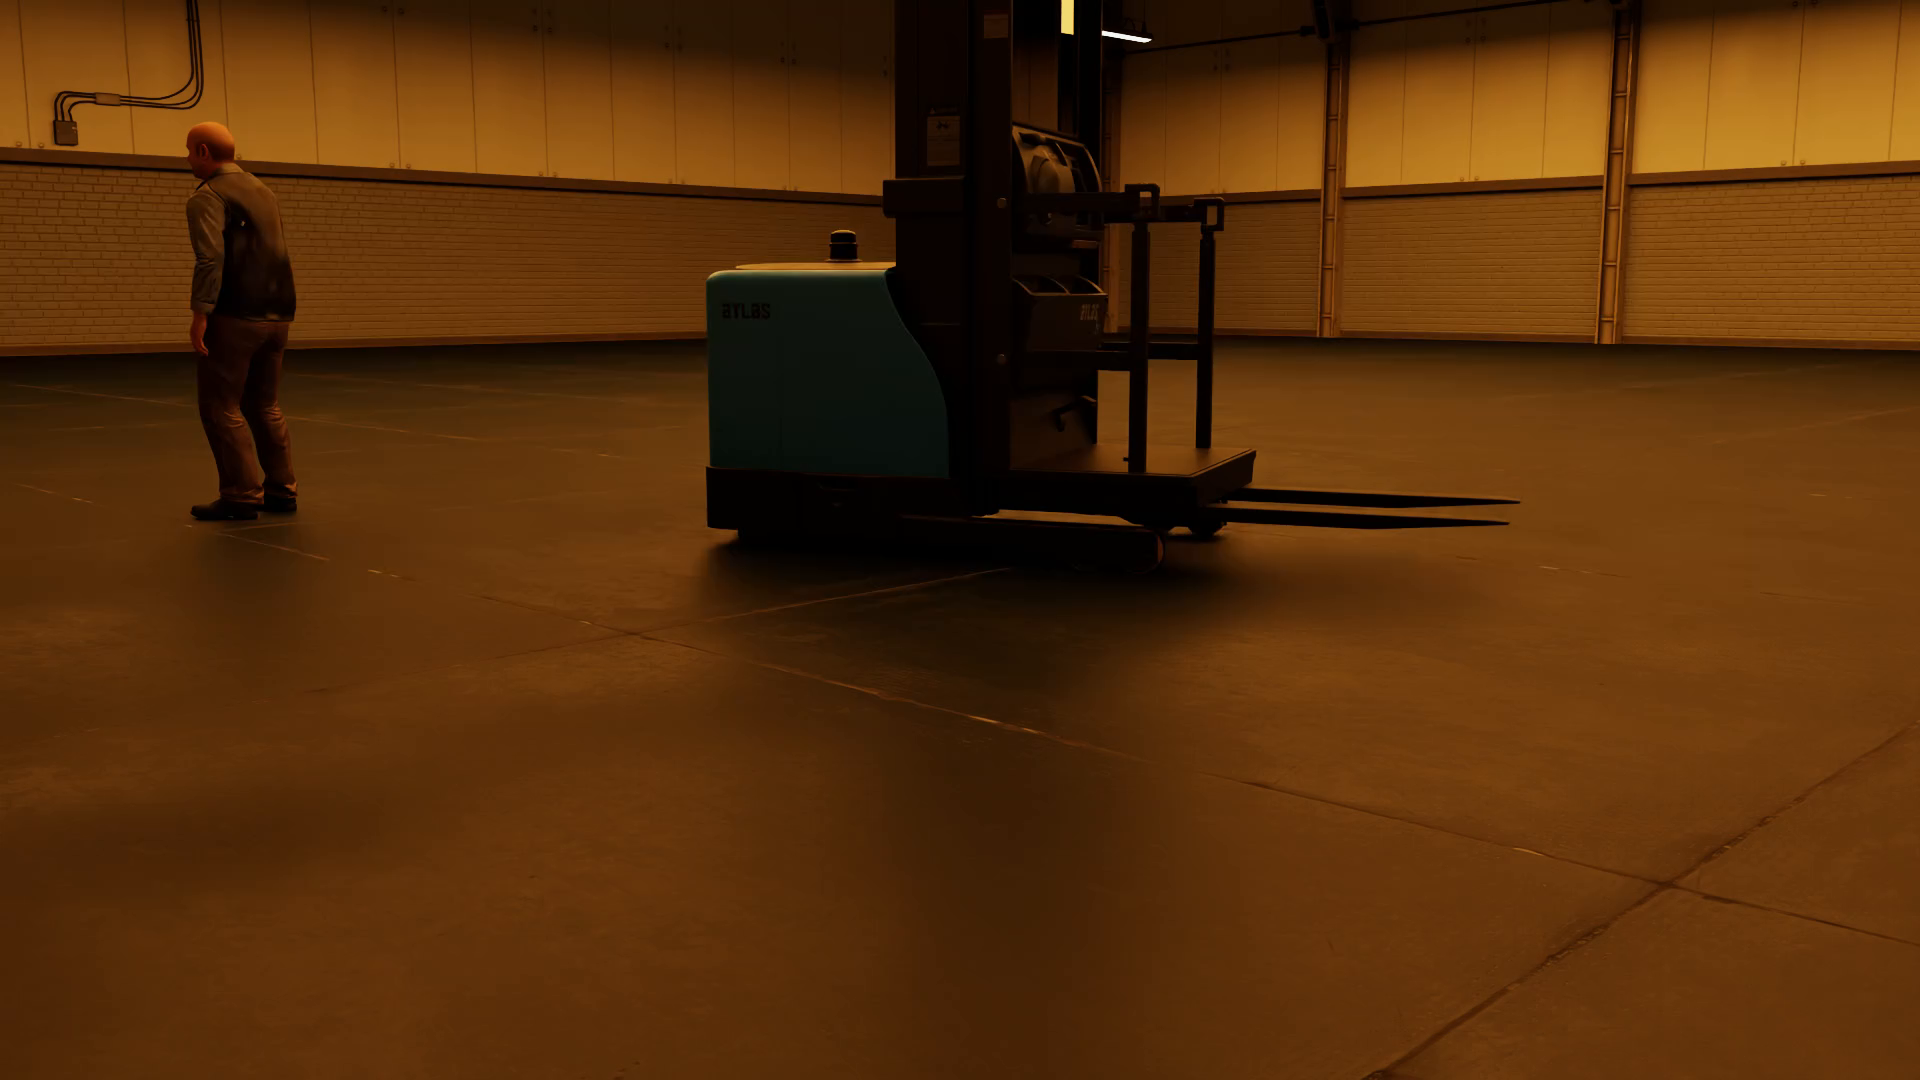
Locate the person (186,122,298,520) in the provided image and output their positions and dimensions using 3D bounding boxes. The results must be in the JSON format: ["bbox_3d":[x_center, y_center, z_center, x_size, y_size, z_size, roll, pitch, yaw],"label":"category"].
[{"bbox_3d":[-3.168,-0.962,7.333,0.427,1.719,0.584,2,9,12],"label":"person"}]

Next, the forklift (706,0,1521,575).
[{"bbox_3d":[0.565,-1.416,6.275,3.031,2.935,1.130,3,9,22],"label":"forklift"}]
